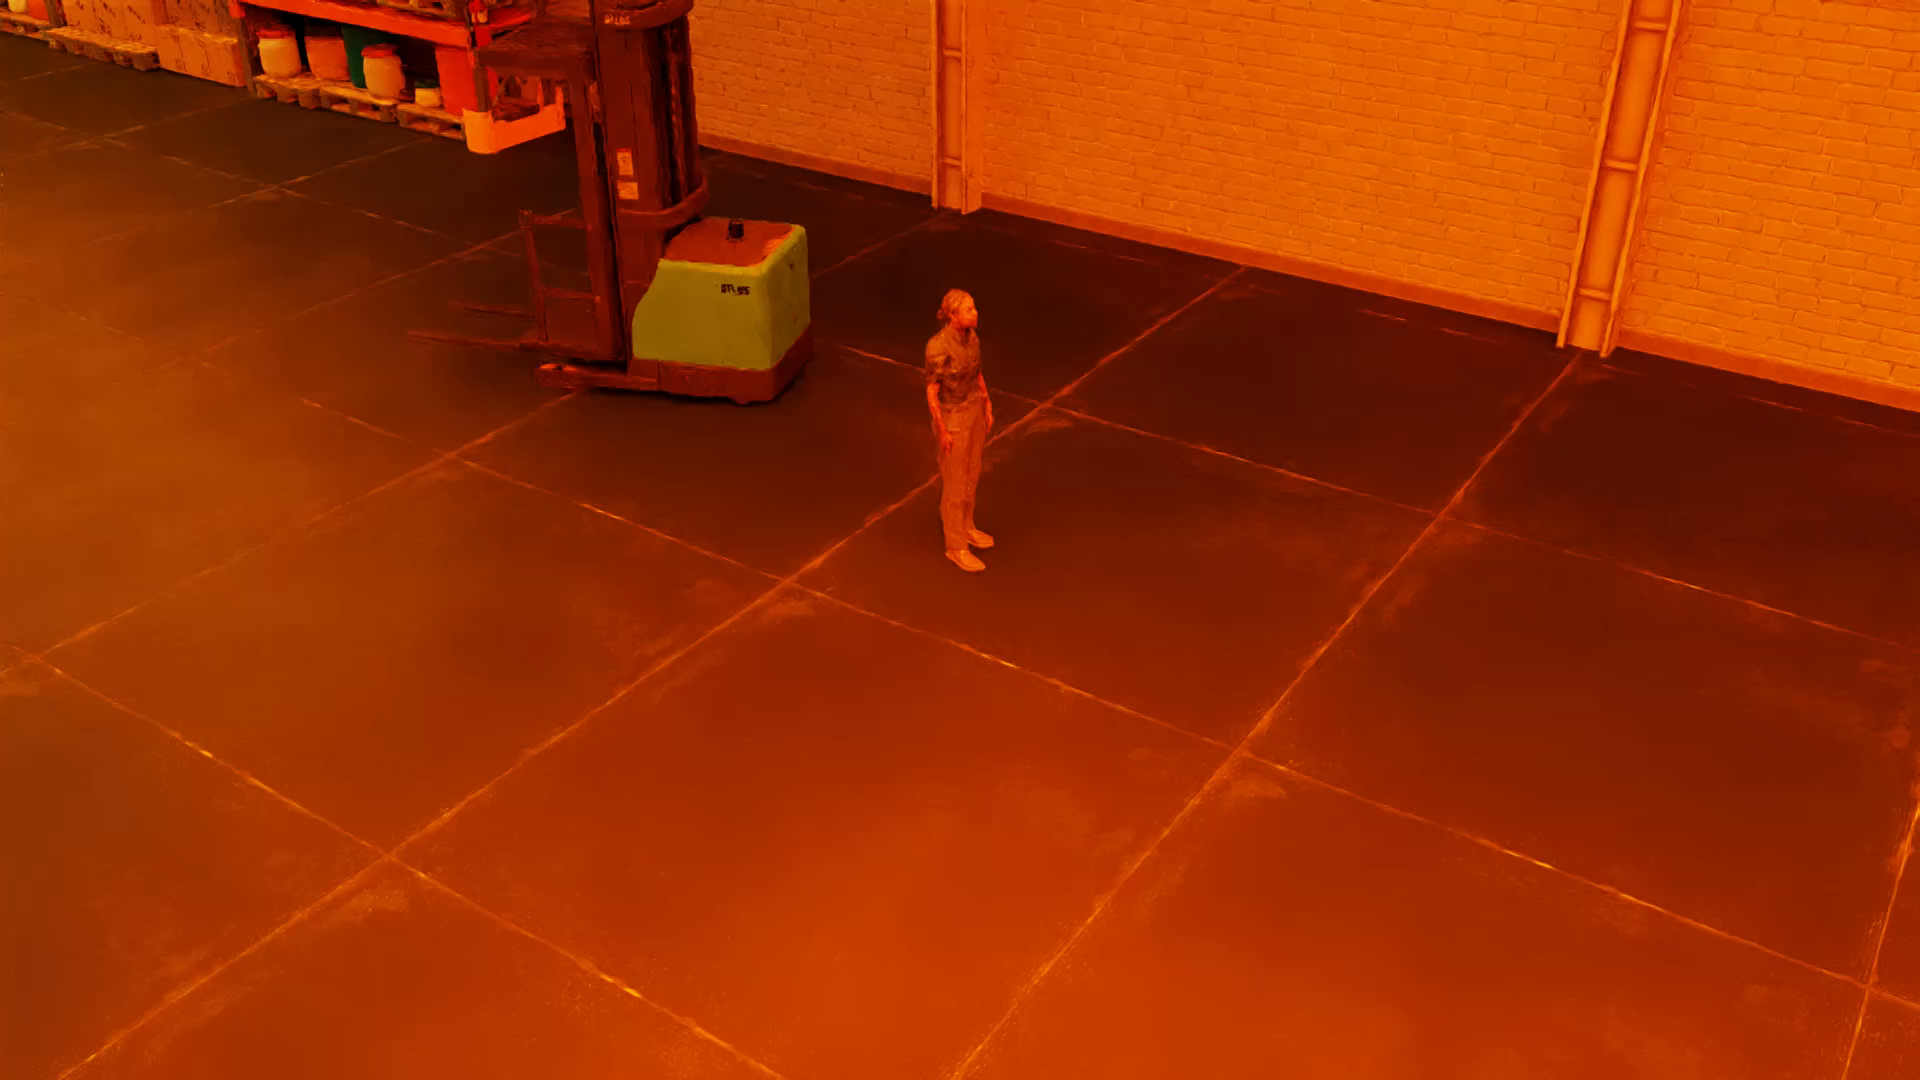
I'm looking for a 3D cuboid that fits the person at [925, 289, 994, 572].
[{"bbox_3d":[0.062,-0.689,10.025,0.503,1.654,0.570,19,35,29],"label":"person"}]

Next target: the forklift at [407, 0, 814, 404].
[{"bbox_3d":[-2.707,-2.645,12.136,3.031,2.935,1.130,7,31,12],"label":"forklift"}]
